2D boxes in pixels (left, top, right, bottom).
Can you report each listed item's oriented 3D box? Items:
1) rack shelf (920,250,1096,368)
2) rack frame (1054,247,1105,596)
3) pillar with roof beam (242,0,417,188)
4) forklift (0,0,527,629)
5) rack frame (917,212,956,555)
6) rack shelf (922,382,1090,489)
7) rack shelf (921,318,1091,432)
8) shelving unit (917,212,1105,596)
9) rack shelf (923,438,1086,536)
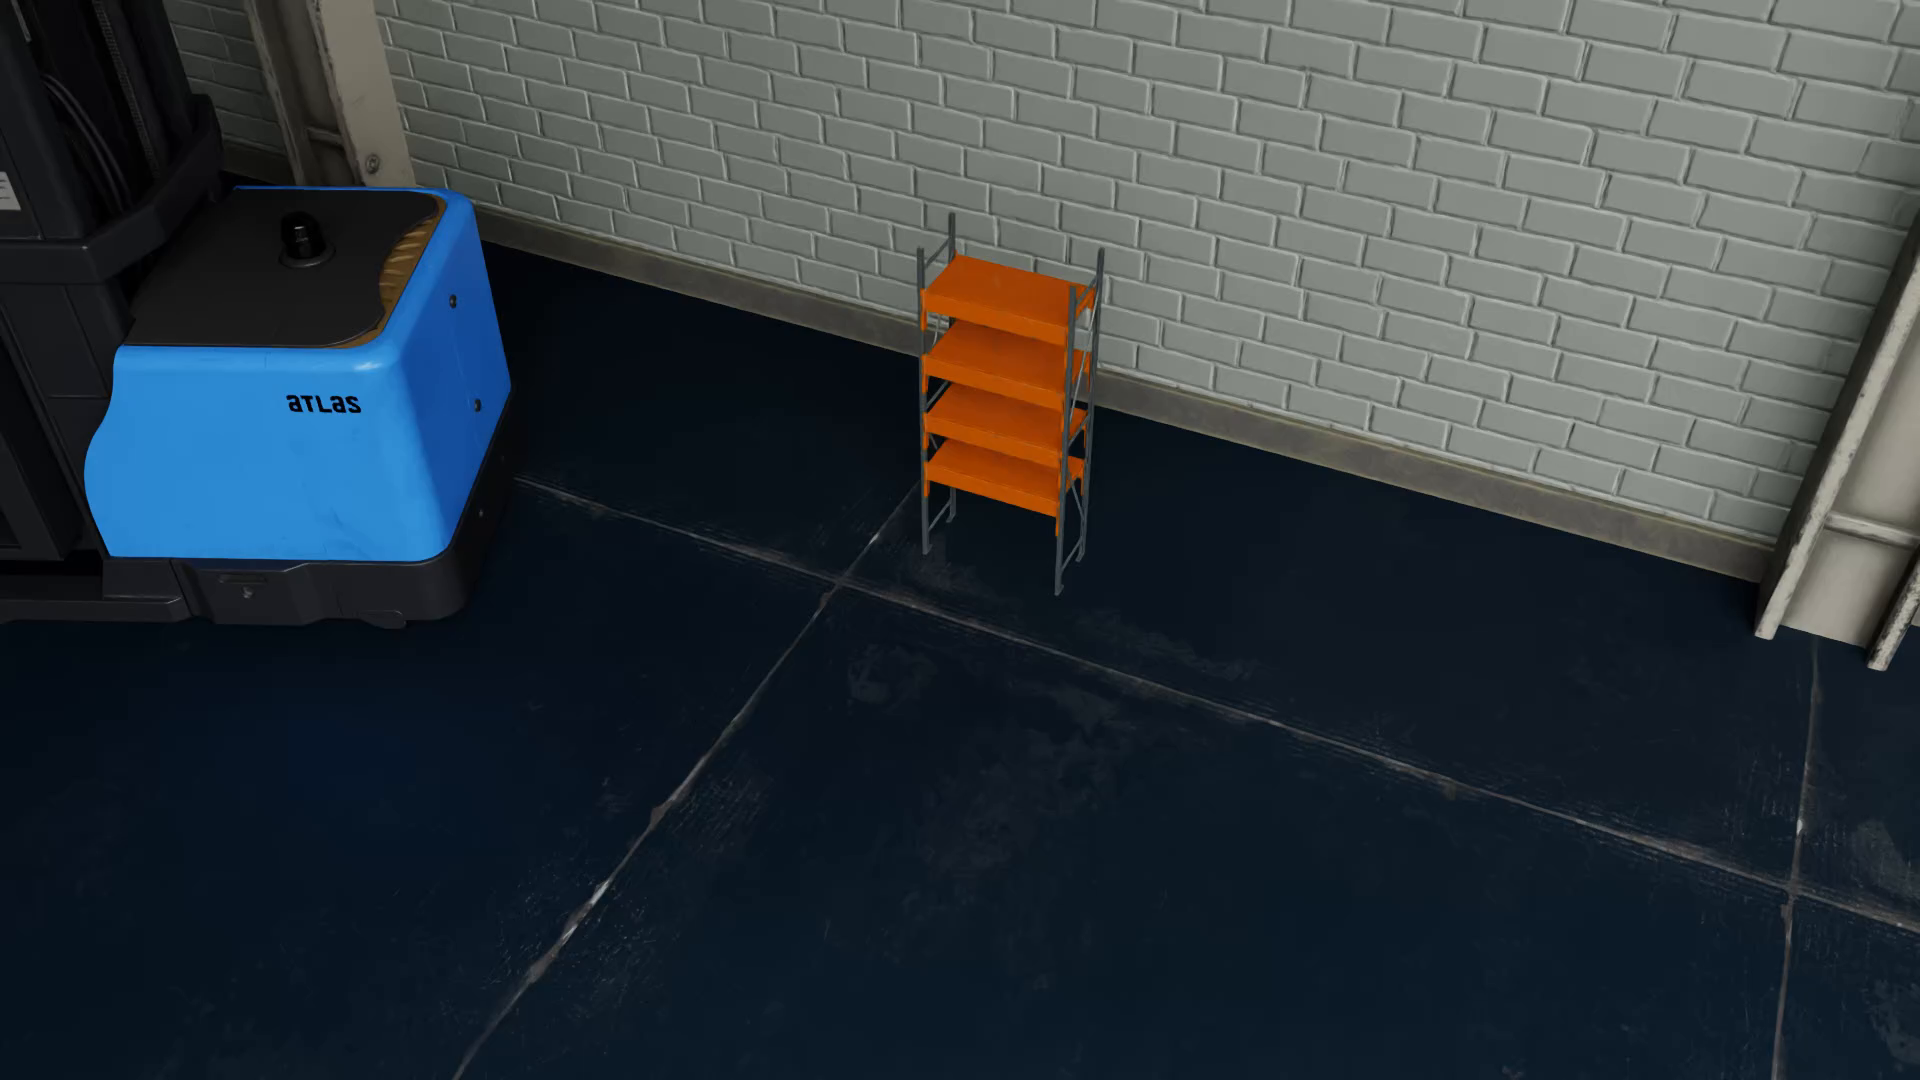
[{"bbox_3d":[0.150,-0.704,5.047,0.480,0.148,0.258,17,44,19],"label":"rack shelf"},{"bbox_3d":[0.371,-0.340,5.226,0.015,1.200,0.240,17,44,19],"label":"rack frame"},{"bbox_3d":[-4.440,-2.235,1.458,0.400,9.000,9.100,17,44,19],"label":"pillar with roof beam"},{"bbox_3d":[-3.104,-1.164,4.855,3.031,2.935,1.130,1,41,1],"label":"forklift"},{"bbox_3d":[-0.071,-0.475,5.382,0.015,1.200,0.240,17,44,19],"label":"rack frame"},{"bbox_3d":[0.150,-0.357,5.348,0.480,0.148,0.258,17,44,19],"label":"rack shelf"},{"bbox_3d":[0.150,-0.526,5.202,0.480,0.148,0.258,17,44,19],"label":"rack shelf"},{"bbox_3d":[0.150,-0.408,5.304,0.503,1.200,0.258,17,44,19],"label":"shelving unit"},{"bbox_3d":[0.150,-0.207,5.478,0.480,0.148,0.258,17,44,19],"label":"rack shelf"}]
